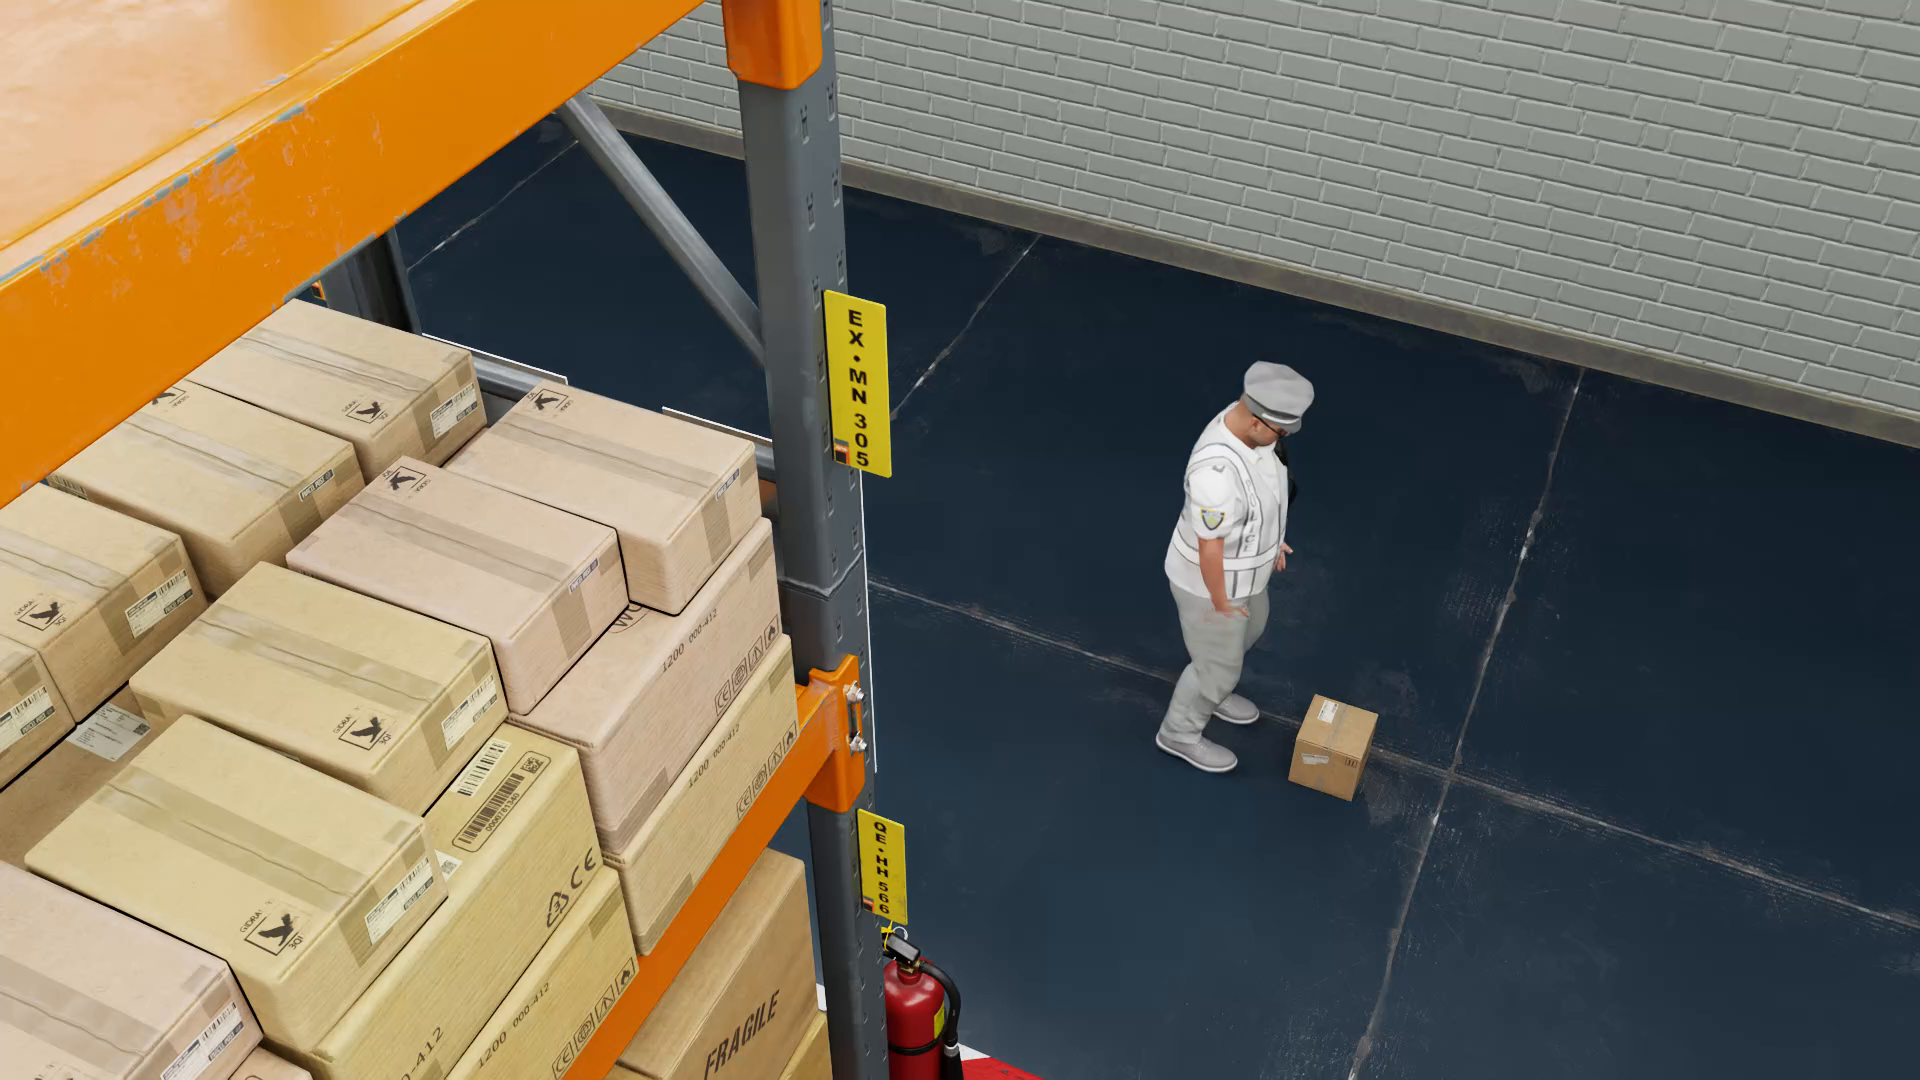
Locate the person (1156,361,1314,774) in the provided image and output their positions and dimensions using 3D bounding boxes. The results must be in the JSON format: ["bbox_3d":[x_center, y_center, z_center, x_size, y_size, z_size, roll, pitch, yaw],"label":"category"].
[{"bbox_3d":[0.977,0.092,6.076,0.407,1.729,0.540,18,45,19],"label":"person"}]
